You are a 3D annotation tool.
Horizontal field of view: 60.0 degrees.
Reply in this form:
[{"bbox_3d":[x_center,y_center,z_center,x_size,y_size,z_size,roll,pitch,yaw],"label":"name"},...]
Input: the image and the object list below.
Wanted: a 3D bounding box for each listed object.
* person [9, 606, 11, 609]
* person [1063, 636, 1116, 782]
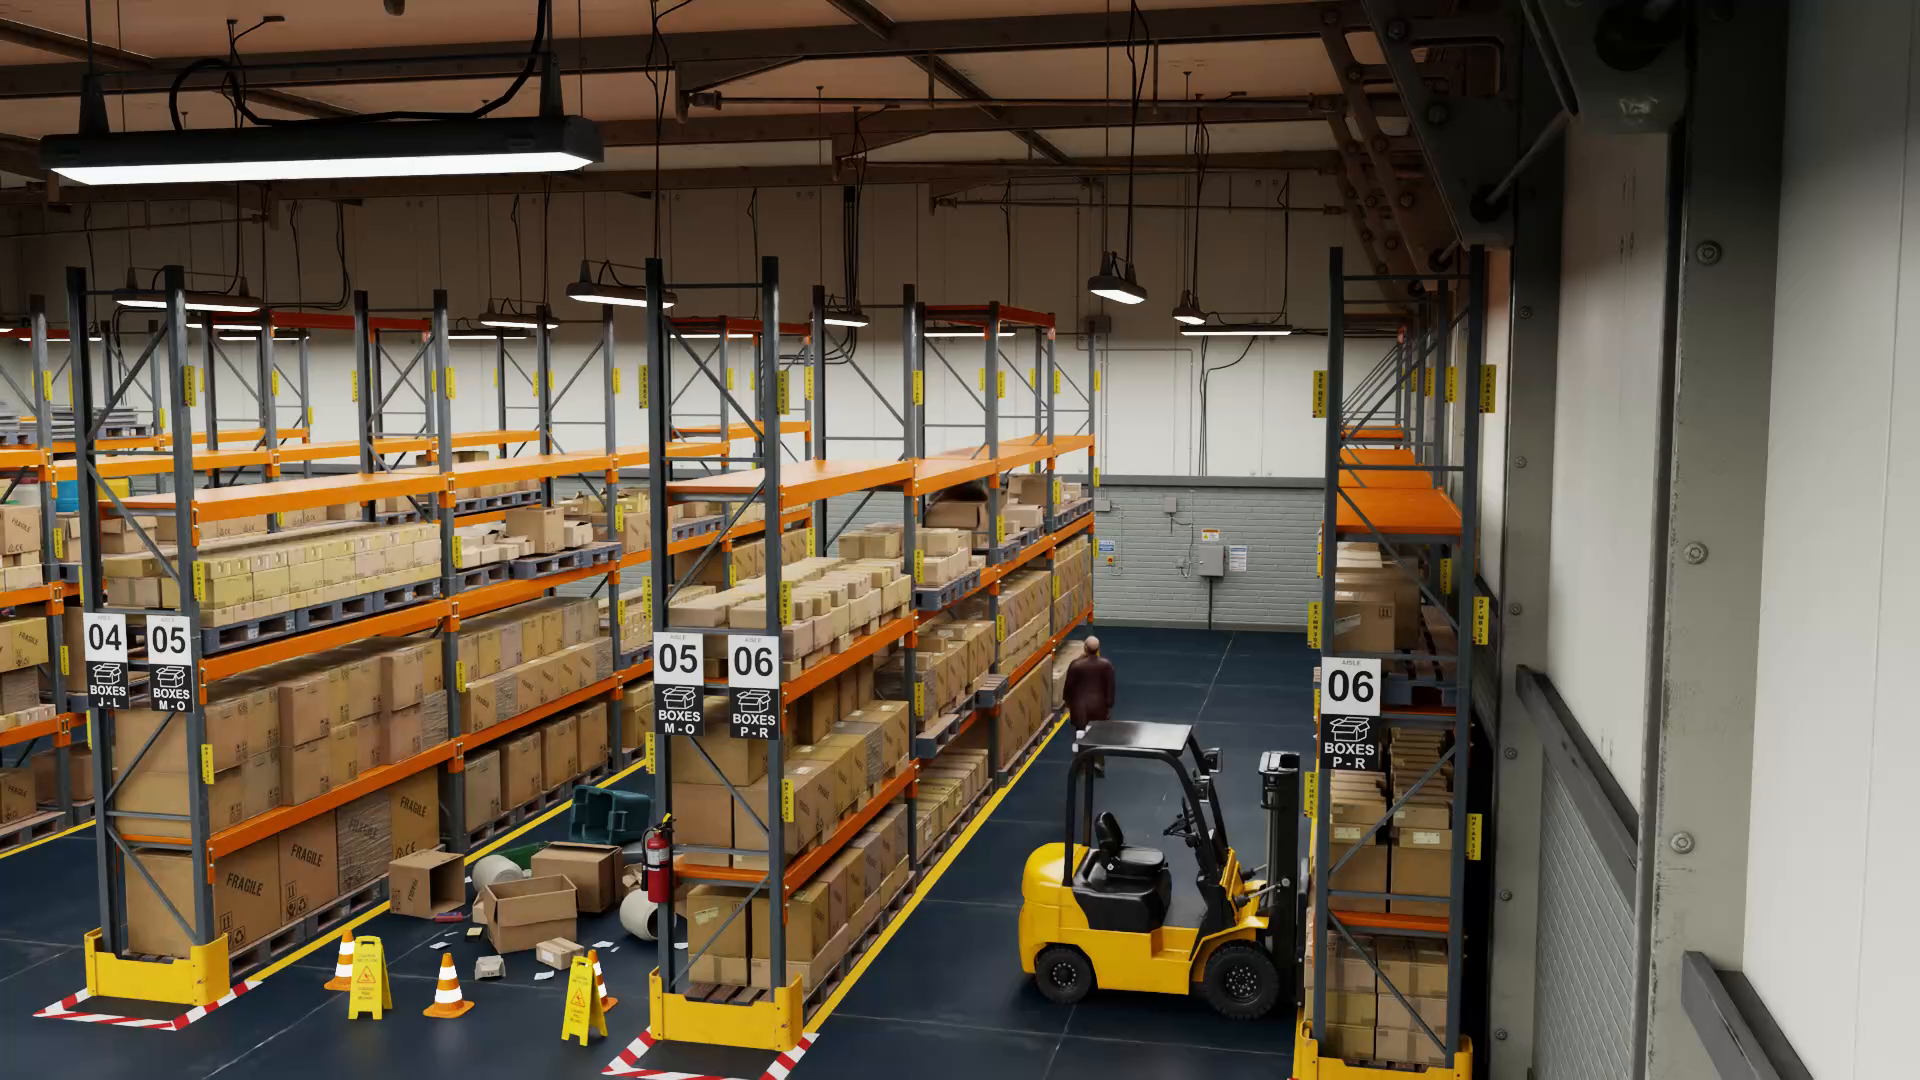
[{"bbox_3d":[-15.403,1.582,27.277,0.427,1.637,0.655,-1,6,-13],"label":"person"},{"bbox_3d":[1.553,2.042,20.072,0.647,1.815,0.652,1,6,9],"label":"person"}]
